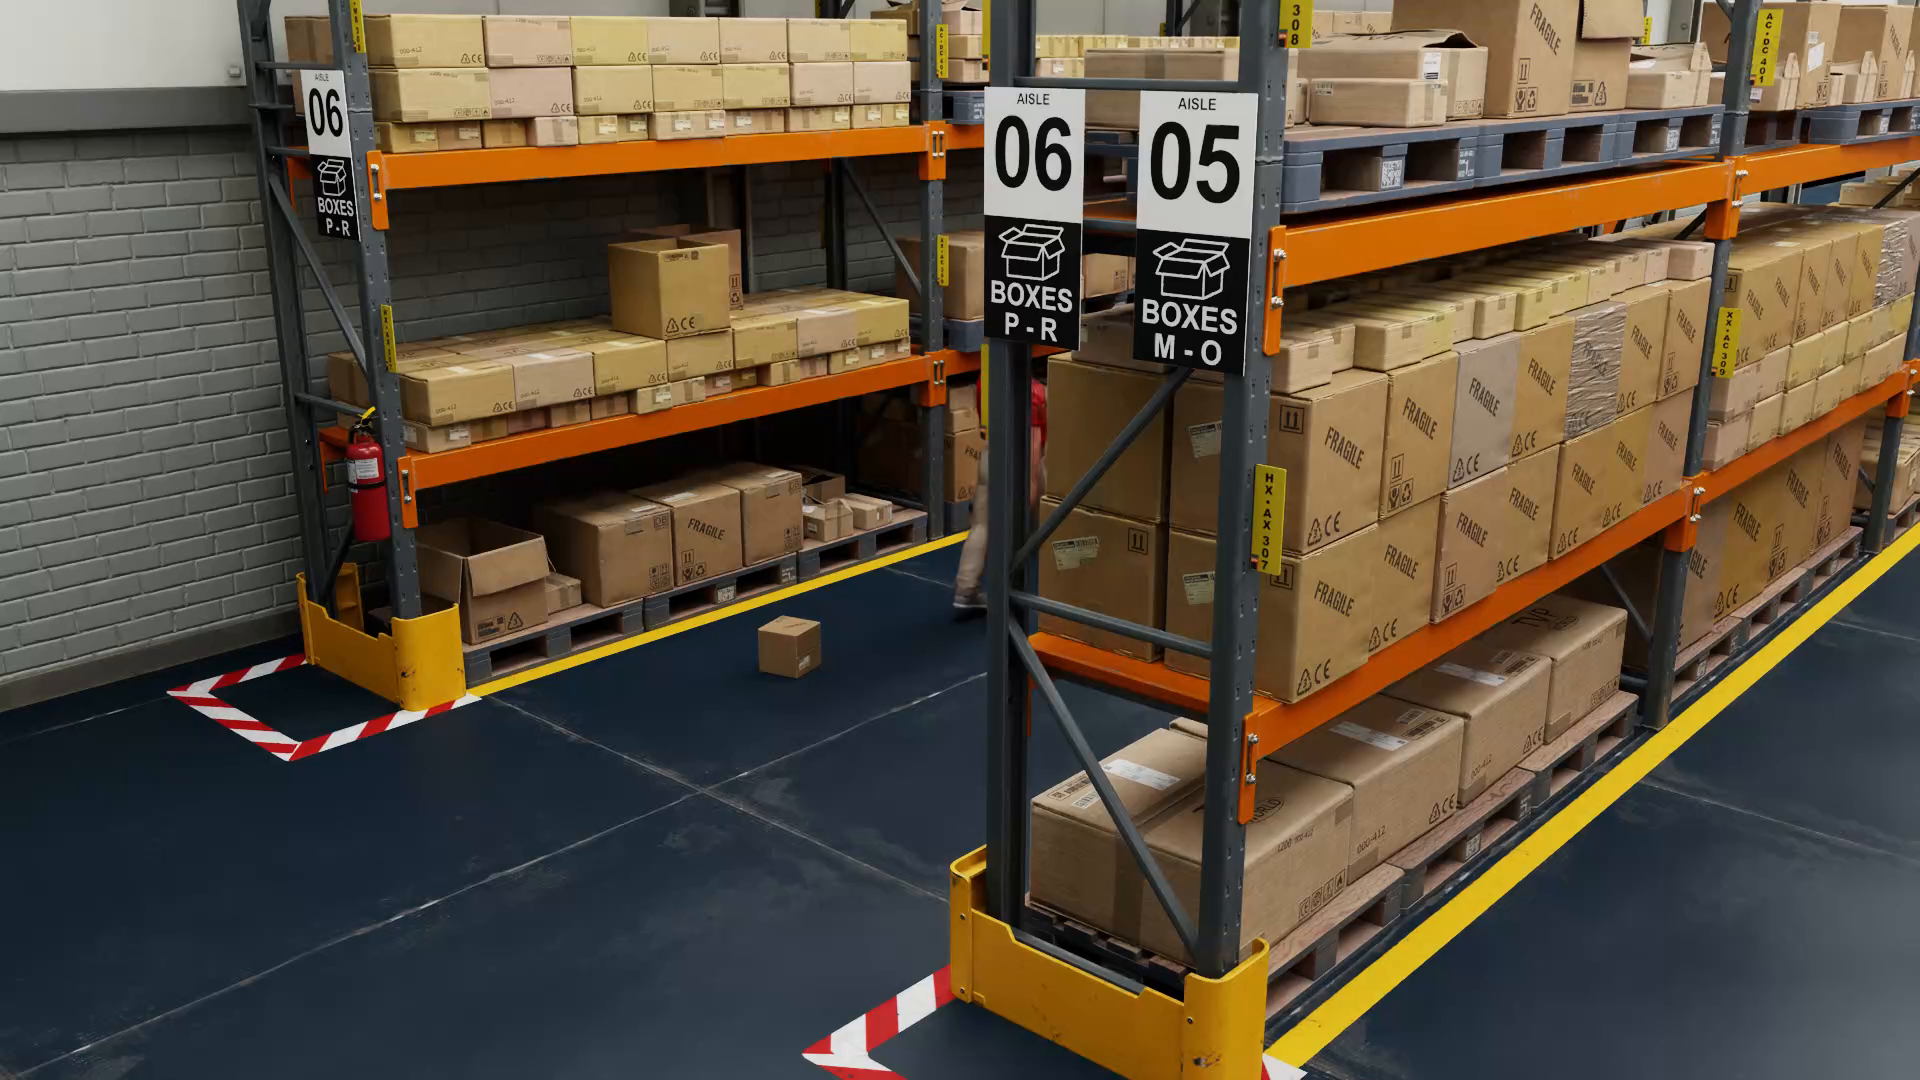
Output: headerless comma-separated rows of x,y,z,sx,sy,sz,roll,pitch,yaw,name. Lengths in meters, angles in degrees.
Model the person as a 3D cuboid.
0.362,-0.451,10.021,0.578,1.662,1.053,12,21,35,person
